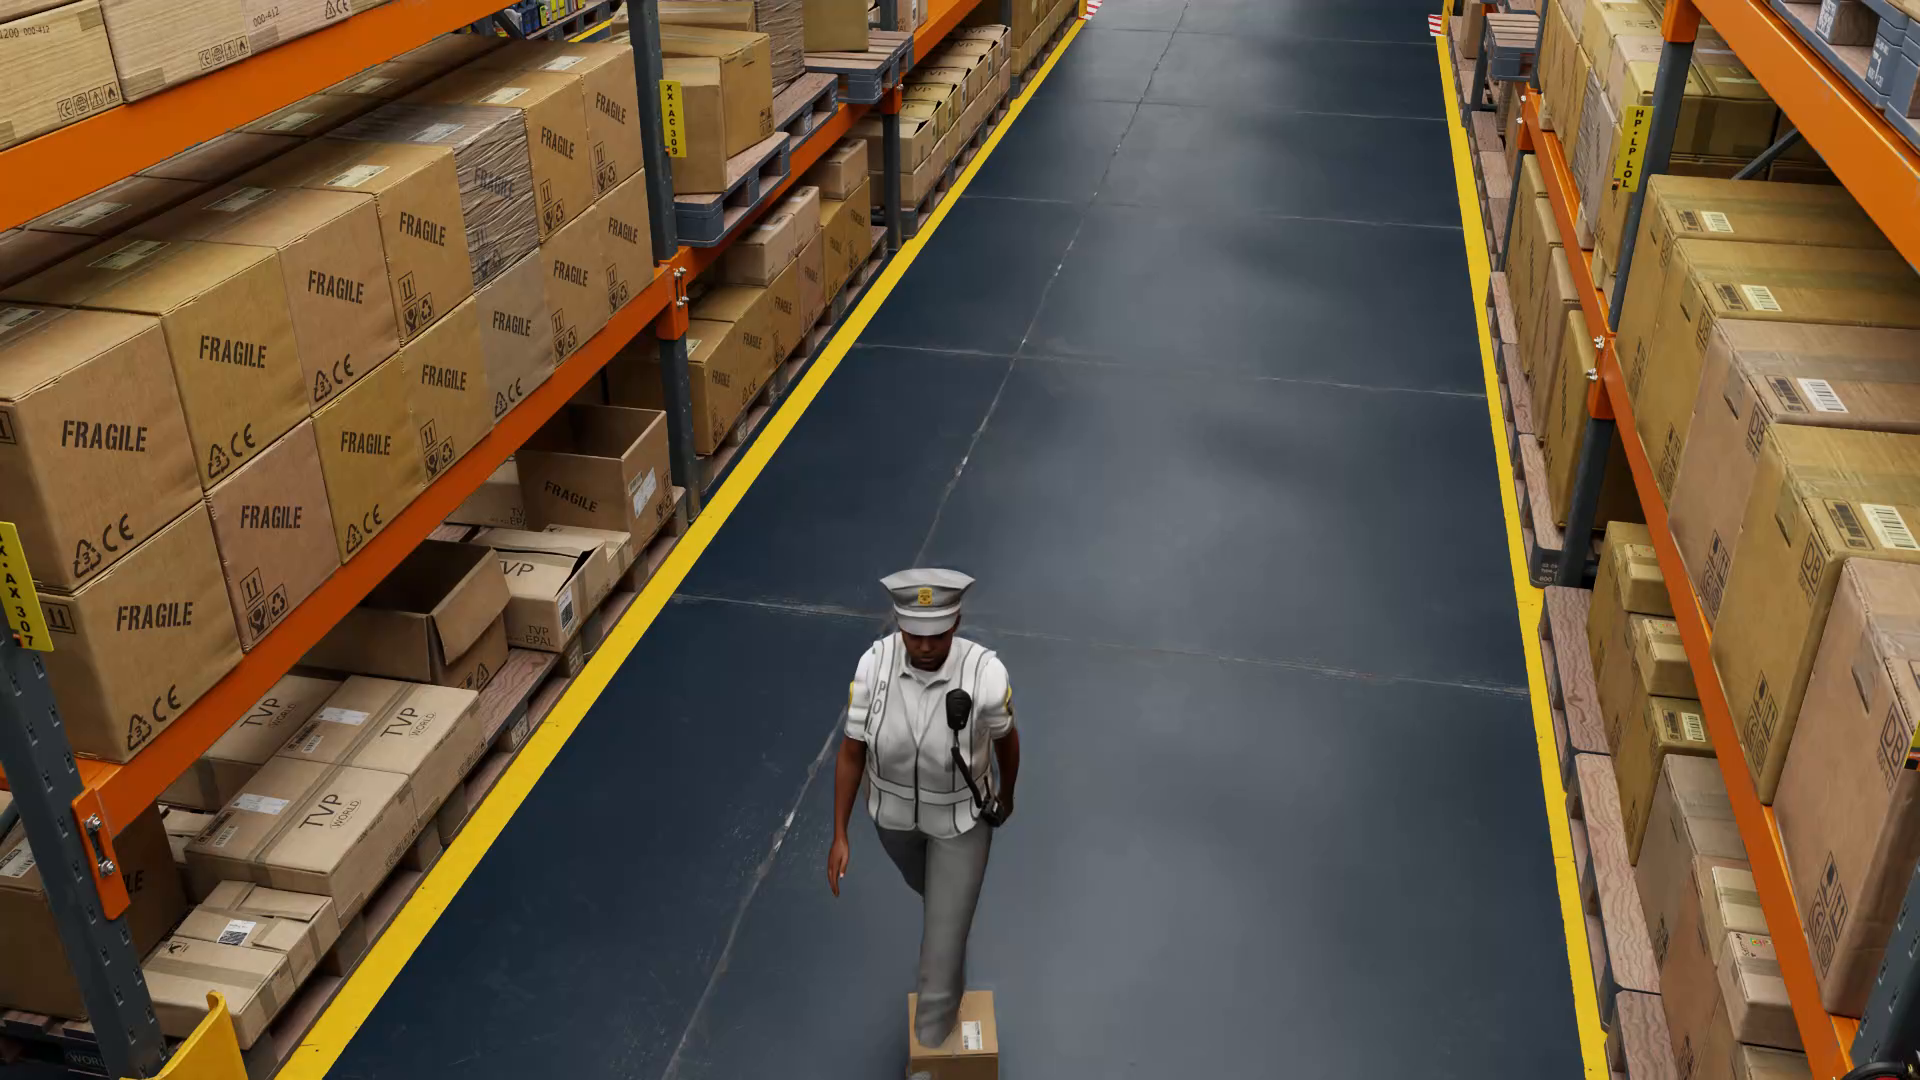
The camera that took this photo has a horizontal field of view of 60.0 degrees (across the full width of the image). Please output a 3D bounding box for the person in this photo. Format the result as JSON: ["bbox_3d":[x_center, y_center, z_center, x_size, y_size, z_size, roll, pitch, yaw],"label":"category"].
[{"bbox_3d":[-0.102,0.774,4.696,0.474,1.615,1.030,8,30,14],"label":"person"}]
